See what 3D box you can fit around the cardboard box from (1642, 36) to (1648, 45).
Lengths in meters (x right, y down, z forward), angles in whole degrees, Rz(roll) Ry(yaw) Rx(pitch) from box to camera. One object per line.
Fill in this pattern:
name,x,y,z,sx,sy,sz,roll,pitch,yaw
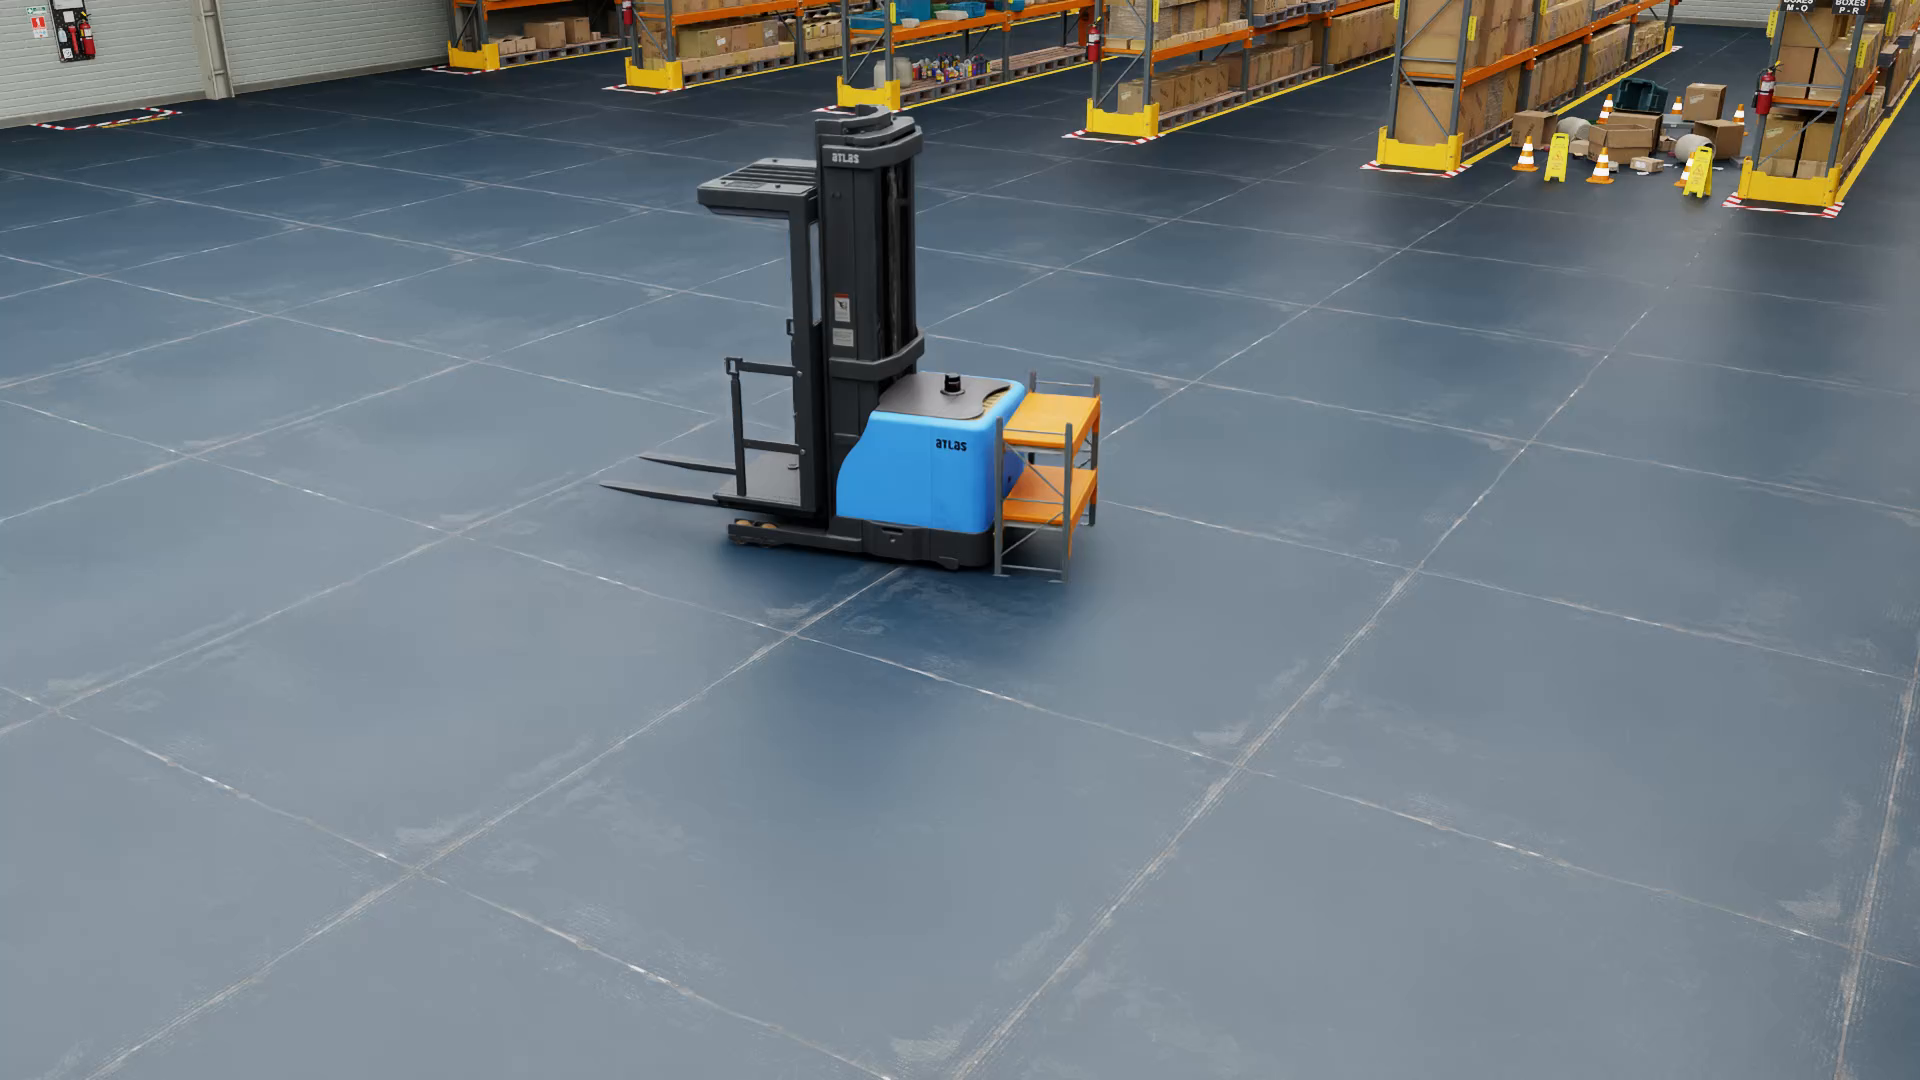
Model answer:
cardboard box,14.199,-10.476,34.860,0.380,0.149,0.250,14,27,29

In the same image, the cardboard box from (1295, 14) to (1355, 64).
cardboard box,7.195,-10.126,33.510,1.225,0.875,0.875,12,26,27

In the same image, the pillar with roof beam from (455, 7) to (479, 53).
pillar with roof beam,-6.739,-13.362,31.288,9.100,9.000,0.400,14,27,29

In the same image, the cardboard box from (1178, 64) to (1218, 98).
cardboard box,4.163,-8.053,29.195,0.500,0.500,0.500,-18,29,-36

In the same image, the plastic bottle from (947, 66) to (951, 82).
plastic bottle,-0.212,-8.629,30.788,0.097,0.271,0.097,0,23,0

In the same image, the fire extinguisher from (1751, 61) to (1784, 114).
fire extinguisher,10.561,-5.925,21.758,0.296,0.674,0.183,14,27,29

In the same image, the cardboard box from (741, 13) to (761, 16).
cardboard box,-5.312,-13.220,40.690,0.750,0.750,0.750,13,27,28

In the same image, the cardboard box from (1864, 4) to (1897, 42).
cardboard box,13.614,-7.726,24.792,0.500,0.500,0.500,15,27,30

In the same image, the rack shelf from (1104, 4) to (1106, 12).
rack shelf,3.661,-12.062,36.743,1.077,0.370,4.000,14,27,29

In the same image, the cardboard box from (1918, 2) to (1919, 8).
cardboard box,17.059,-9.743,30.041,0.500,0.250,0.500,15,27,30

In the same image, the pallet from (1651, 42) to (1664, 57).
pallet,14.695,-10.734,36.279,1.003,0.211,1.213,14,27,29

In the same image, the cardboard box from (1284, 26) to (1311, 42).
cardboard box,6.486,-9.846,32.367,0.500,0.250,0.500,15,28,31

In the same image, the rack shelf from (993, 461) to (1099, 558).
rack shelf,0.605,-0.224,11.466,0.538,0.278,1.000,6,24,13

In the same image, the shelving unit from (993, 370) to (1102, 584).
shelving unit,0.605,-0.448,11.369,0.538,1.125,1.048,6,24,13

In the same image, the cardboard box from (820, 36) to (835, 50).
cardboard box,-3.016,-10.594,35.379,0.500,0.250,0.500,15,27,30

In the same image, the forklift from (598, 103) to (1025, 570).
forklift,-1.106,-1.479,11.477,3.031,2.935,1.130,8,25,17

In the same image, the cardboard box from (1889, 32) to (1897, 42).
cardboard box,14.394,-7.884,25.975,0.380,0.149,0.250,15,28,31

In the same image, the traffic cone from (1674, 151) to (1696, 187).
traffic cone,10.144,-5.154,23.073,0.336,0.463,0.334,14,27,29

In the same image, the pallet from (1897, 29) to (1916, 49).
pallet,14.947,-8.252,27.277,1.213,0.211,1.003,14,27,29

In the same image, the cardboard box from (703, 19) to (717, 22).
cardboard box,-6.146,-12.594,39.660,0.700,0.500,0.500,14,27,30

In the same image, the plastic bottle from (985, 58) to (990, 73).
plastic bottle,0.522,-9.091,31.840,0.061,0.283,0.133,15,28,32

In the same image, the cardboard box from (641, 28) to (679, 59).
cardboard box,-5.790,-9.575,32.081,0.500,0.500,0.500,14,27,29

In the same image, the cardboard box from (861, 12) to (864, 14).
cardboard box,-1.936,-11.540,36.857,0.500,0.311,0.500,13,27,28

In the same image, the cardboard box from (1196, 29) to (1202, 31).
cardboard box,3.839,-8.508,27.945,0.380,0.149,0.250,14,27,29

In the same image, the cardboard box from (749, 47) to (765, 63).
cardboard box,-4.293,-9.797,33.537,0.500,0.250,0.500,14,27,29

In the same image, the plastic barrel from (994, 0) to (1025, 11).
plastic barrel,0.957,-10.664,31.977,0.600,0.901,0.708,14,27,29

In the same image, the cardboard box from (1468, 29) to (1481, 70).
cardboard box,7.183,-7.300,24.647,0.875,0.550,0.550,14,27,29

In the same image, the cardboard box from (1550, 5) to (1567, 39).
cardboard box,9.902,-8.762,28.088,0.500,0.500,0.500,14,27,29

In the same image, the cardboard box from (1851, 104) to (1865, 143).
cardboard box,12.504,-5.927,23.655,0.500,0.500,0.500,15,28,32

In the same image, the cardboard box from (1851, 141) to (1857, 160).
cardboard box,12.495,-5.575,23.785,0.500,0.250,0.500,14,27,30

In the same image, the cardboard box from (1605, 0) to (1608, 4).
cardboard box,11.945,-10.156,31.221,0.380,0.149,0.250,15,28,31

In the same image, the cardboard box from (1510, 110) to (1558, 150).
cardboard box,8.917,-6.371,25.834,0.500,0.500,0.500,20,30,38

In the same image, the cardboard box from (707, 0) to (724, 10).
cardboard box,-5.024,-10.602,32.339,0.700,0.500,0.500,14,27,29

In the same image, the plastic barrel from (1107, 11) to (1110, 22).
plastic barrel,3.445,-11.353,36.707,0.600,0.588,0.708,14,27,29

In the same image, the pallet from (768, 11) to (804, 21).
pallet,-4.687,-13.174,41.916,1.003,0.211,1.213,14,27,29

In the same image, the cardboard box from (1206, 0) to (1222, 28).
cardboard box,3.942,-9.022,28.314,0.875,0.500,0.500,14,27,29

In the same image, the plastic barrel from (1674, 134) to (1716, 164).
plastic barrel,10.816,-5.735,24.464,0.421,0.421,0.512,-7,24,-17

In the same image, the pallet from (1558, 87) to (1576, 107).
pallet,10.494,-8.076,30.139,1.003,0.211,1.213,14,27,29

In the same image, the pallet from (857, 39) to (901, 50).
pallet,-2.068,-11.207,37.373,1.003,0.211,1.213,14,27,29

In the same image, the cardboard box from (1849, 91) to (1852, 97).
cardboard box,11.698,-6.019,22.195,0.380,0.149,0.250,13,27,27

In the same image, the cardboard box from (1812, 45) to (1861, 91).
cardboard box,11.498,-6.187,21.765,0.500,0.500,0.500,13,27,28

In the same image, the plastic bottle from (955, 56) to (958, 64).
plastic bottle,-0.101,-9.170,32.022,0.061,0.283,0.133,14,27,29

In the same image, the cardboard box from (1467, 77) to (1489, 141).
cardboard box,7.518,-6.664,25.513,0.875,0.875,0.875,13,27,28

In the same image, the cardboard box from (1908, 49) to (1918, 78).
cardboard box,17.765,-9.159,31.828,0.875,0.438,0.875,13,27,28

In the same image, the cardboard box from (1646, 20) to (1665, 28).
cardboard box,15.130,-11.232,36.230,0.380,0.149,0.250,14,27,30

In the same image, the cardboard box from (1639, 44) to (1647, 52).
cardboard box,14.199,-10.342,34.925,0.380,0.149,0.250,13,27,28

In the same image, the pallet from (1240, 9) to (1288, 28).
pallet,5.230,-9.469,30.088,1.003,0.211,1.213,14,27,29

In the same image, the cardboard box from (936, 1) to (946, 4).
cardboard box,-0.306,-12.429,39.276,0.500,0.500,0.500,13,27,27

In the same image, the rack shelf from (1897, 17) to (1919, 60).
rack shelf,16.288,-8.948,29.548,1.077,0.370,4.000,14,27,29

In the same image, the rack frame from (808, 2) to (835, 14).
rack frame,-3.701,-15.144,42.955,1.000,3.000,0.127,14,27,29

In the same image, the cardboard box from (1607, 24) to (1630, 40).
cardboard box,12.906,-10.041,32.843,0.500,0.250,0.500,13,27,28

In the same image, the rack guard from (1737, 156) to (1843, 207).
rack guard,11.053,-4.781,22.165,1.175,0.500,0.348,14,27,29

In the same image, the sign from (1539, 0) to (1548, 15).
sign,9.336,-8.574,26.590,0.100,0.325,0.005,14,27,29

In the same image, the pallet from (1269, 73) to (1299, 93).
pallet,5.756,-8.726,31.642,1.003,0.211,1.213,14,27,29
